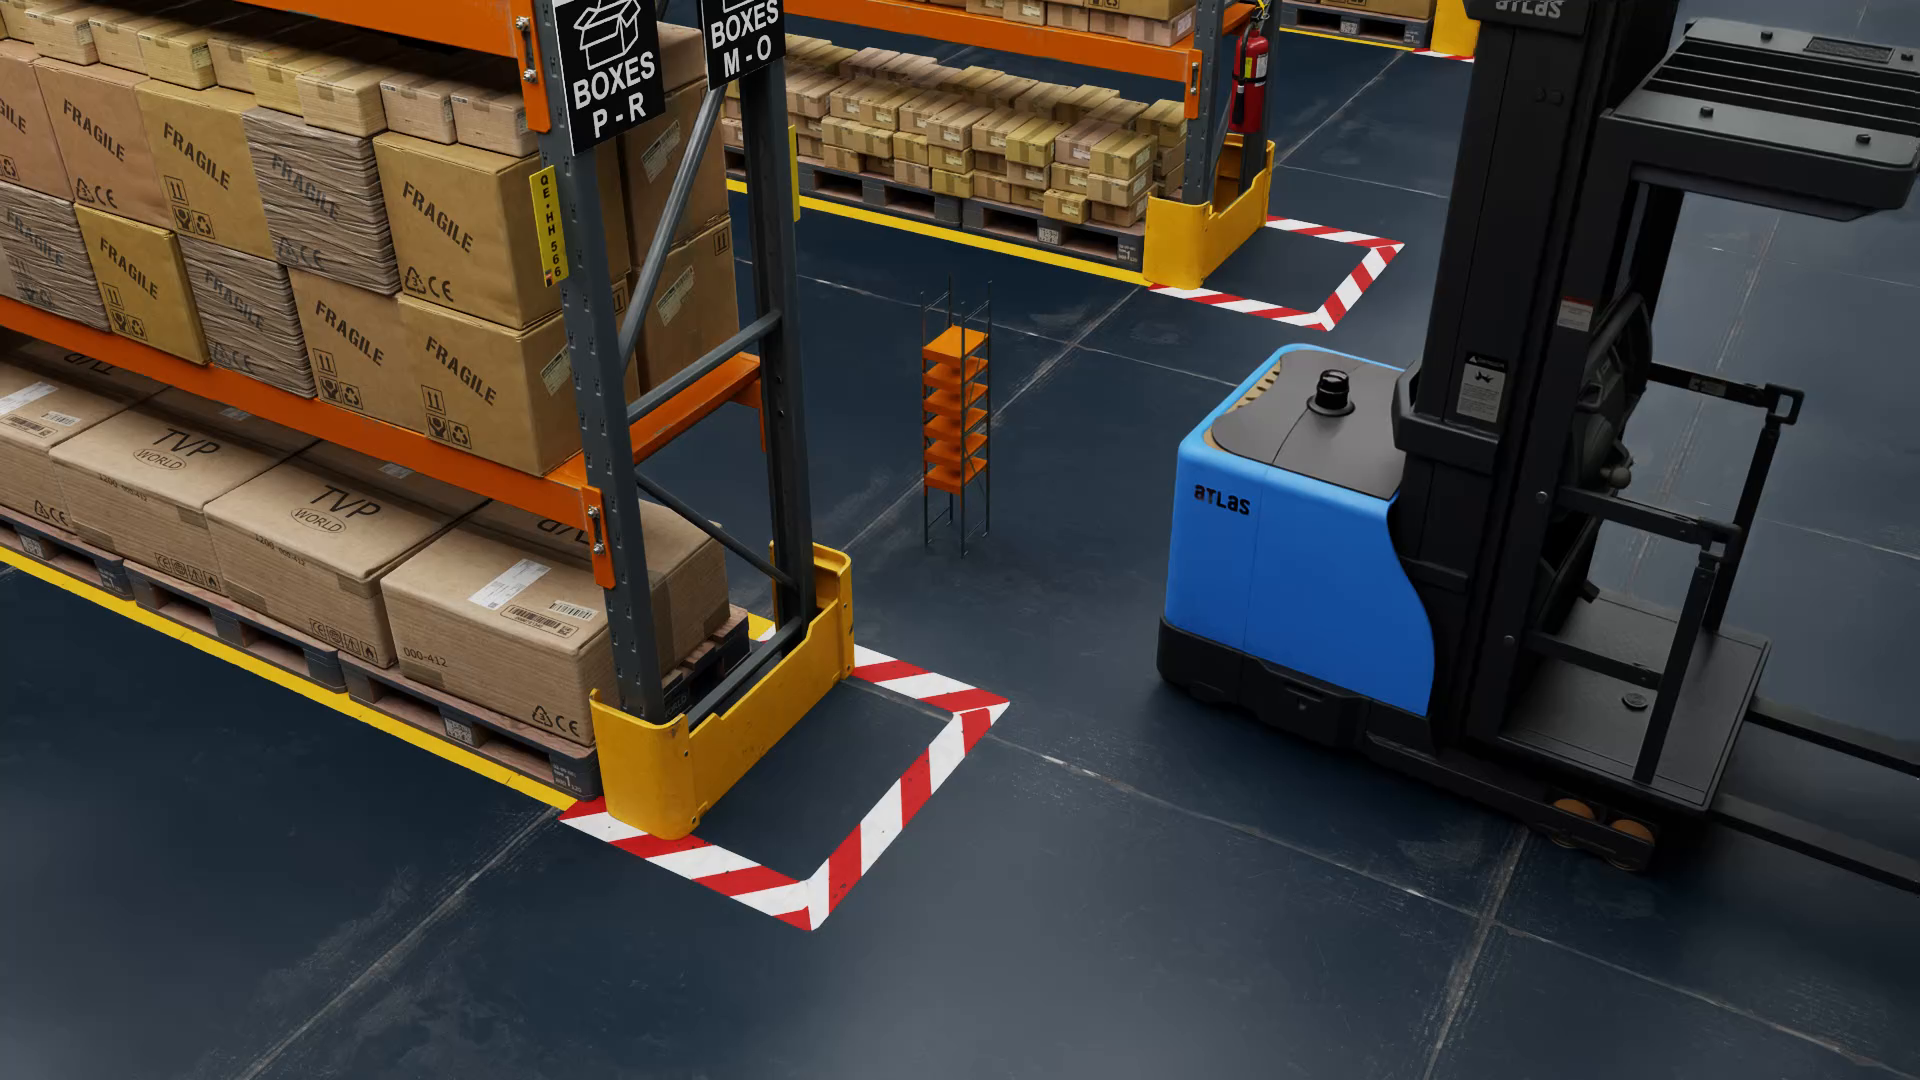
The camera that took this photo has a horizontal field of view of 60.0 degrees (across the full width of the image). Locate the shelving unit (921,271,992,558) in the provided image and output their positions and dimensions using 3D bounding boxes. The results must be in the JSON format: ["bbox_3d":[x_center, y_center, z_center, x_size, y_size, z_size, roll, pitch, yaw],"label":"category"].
[{"bbox_3d":[-0.013,-0.503,6.923,0.189,1.200,0.258,18,37,24],"label":"shelving unit"}]

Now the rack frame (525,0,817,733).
[{"bbox_3d":[-0.846,-0.539,5.353,0.127,3.000,1.000,18,37,24],"label":"rack frame"}]

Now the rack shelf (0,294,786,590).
[{"bbox_3d":[-2.583,-0.790,6.378,4.000,0.370,1.077,18,37,24],"label":"rack shelf"}]

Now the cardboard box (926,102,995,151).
[{"bbox_3d":[0.005,-2.464,9.900,0.250,0.149,0.380,19,38,26],"label":"cardboard box"}]

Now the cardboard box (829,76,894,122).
[{"bbox_3d":[-0.605,-2.735,10.307,0.250,0.149,0.380,16,37,22],"label":"cardboard box"}]

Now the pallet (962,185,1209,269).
[{"bbox_3d":[0.769,-2.050,10.137,1.213,0.211,1.003,18,37,24],"label":"pallet"}]

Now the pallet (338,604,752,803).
[{"bbox_3d":[-1.579,0.439,6.400,1.213,0.211,1.003,18,37,24],"label":"pallet"}]

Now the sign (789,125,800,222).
[{"bbox_3d":[-0.566,-1.198,5.490,0.005,0.325,0.100,18,37,24],"label":"sign"}]

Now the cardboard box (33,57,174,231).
[{"bbox_3d":[-2.715,-1.421,5.686,0.500,0.500,0.500,17,37,24],"label":"cardboard box"}]

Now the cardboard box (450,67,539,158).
[{"bbox_3d":[-1.257,-1.269,4.872,0.250,0.149,0.380,18,38,25],"label":"cardboard box"}]

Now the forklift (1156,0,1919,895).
[{"bbox_3d":[2.272,-0.449,5.280,3.031,2.935,1.130,20,38,27],"label":"forklift"}]

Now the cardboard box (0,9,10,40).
[{"bbox_3d":[-3.299,-1.858,5.756,0.250,0.149,0.380,16,37,23],"label":"cardboard box"}]

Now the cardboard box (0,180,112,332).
[{"bbox_3d":[-3.178,-1.145,6.174,0.500,0.500,0.500,18,38,25],"label":"cardboard box"}]

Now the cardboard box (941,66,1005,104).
[{"bbox_3d":[0.084,-2.845,10.472,0.250,0.149,0.380,18,38,25],"label":"cardboard box"}]

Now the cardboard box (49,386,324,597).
[{"bbox_3d":[-3.050,-0.277,6.893,0.875,0.438,0.875,16,37,23],"label":"cardboard box"}]

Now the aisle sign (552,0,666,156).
[{"bbox_3d":[-0.937,-1.452,4.379,0.004,0.787,0.394,18,37,24],"label":"aisle sign"}]

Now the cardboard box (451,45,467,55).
[{"bbox_3d":[-1.449,-1.662,5.462,0.250,0.149,0.380,19,38,26],"label":"cardboard box"}]

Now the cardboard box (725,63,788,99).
[{"bbox_3d":[-1.301,-2.940,10.615,0.250,0.149,0.380,17,37,24],"label":"cardboard box"}]

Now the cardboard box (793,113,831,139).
[{"bbox_3d":[-0.841,-2.669,10.476,0.250,0.149,0.380,19,38,27],"label":"cardboard box"}]

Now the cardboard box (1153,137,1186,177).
[{"bbox_3d":[1.195,-2.328,9.965,0.250,0.149,0.380,19,38,26],"label":"cardboard box"}]

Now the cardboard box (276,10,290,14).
[{"bbox_3d":[-2.136,-1.861,5.762,0.250,0.149,0.380,18,38,25],"label":"cardboard box"}]

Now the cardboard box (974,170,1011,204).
[{"bbox_3d":[0.281,-2.179,10.009,0.250,0.149,0.380,18,38,25],"label":"cardboard box"}]

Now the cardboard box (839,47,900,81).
[{"bbox_3d":[-0.584,-3.057,10.791,0.250,0.149,0.380,16,37,22],"label":"cardboard box"}]

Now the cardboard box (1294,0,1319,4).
[{"bbox_3d":[2.686,-4.986,13.569,0.875,0.875,0.875,18,37,24],"label":"cardboard box"}]

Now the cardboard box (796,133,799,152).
[{"bbox_3d":[-1.076,-2.620,10.671,0.250,0.149,0.380,17,37,23],"label":"cardboard box"}]

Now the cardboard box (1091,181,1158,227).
[{"bbox_3d":[0.962,-1.981,9.712,0.250,0.149,0.380,18,38,25],"label":"cardboard box"}]

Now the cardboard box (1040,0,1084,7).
[{"bbox_3d":[0.560,-3.258,9.078,0.500,0.500,0.500,17,37,24],"label":"cardboard box"}]

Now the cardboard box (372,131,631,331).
[{"bbox_3d":[-1.383,-1.015,5.075,0.500,0.500,0.500,19,38,26],"label":"cardboard box"}]

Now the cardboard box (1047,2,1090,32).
[{"bbox_3d":[0.676,-2.946,9.195,0.250,0.149,0.380,17,37,24],"label":"cardboard box"}]

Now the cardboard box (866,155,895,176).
[{"bbox_3d":[-0.381,-2.410,10.355,0.250,0.149,0.380,19,38,26],"label":"cardboard box"}]

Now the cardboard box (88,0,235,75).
[{"bbox_3d":[-2.611,-1.675,5.481,0.250,0.149,0.380,19,38,26],"label":"cardboard box"}]

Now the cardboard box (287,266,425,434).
[{"bbox_3d":[-1.824,-0.731,5.551,0.500,0.500,0.500,17,37,23],"label":"cardboard box"}]

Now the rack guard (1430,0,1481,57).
[{"bbox_3d":[4.092,-4.261,13.198,0.348,0.500,1.175,18,37,24],"label":"rack guard"}]

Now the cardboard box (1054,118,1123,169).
[{"bbox_3d":[0.747,-2.305,9.662,0.250,0.149,0.380,18,38,25],"label":"cardboard box"}]

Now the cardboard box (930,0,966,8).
[{"bbox_3d":[0.024,-3.195,9.568,0.250,0.149,0.380,16,37,22],"label":"cardboard box"}]

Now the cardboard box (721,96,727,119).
[{"bbox_3d":[-1.530,-2.881,10.795,0.250,0.149,0.380,18,38,25],"label":"cardboard box"}]

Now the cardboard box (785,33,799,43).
[{"bbox_3d":[-1.271,-3.261,11.097,0.250,0.149,0.380,18,38,25],"label":"cardboard box"}]

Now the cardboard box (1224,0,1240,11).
[{"bbox_3d":[1.404,-3.091,9.412,0.250,0.149,0.380,17,37,24],"label":"cardboard box"}]

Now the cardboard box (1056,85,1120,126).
[{"bbox_3d":[0.782,-2.641,10.166,0.250,0.149,0.380,17,37,24],"label":"cardboard box"}]

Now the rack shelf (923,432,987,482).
[{"bbox_3d":[-0.013,-0.367,7.015,0.180,0.103,0.258,18,37,24],"label":"rack shelf"}]

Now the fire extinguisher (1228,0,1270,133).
[{"bbox_3d":[1.512,-2.470,8.659,0.183,0.674,0.296,18,37,24],"label":"fire extinguisher"}]

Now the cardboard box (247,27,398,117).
[{"bbox_3d":[-1.954,-1.447,5.139,0.250,0.149,0.380,18,38,25],"label":"cardboard box"}]

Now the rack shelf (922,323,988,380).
[{"bbox_3d":[-0.013,-0.766,6.749,0.180,0.103,0.258,18,37,24],"label":"rack shelf"}]

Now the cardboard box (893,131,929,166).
[{"bbox_3d":[-0.199,-2.426,10.112,0.250,0.149,0.380,20,38,27],"label":"cardboard box"}]

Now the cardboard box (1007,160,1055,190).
[{"bbox_3d":[0.470,-2.211,9.788,0.250,0.149,0.380,16,37,23],"label":"cardboard box"}]
